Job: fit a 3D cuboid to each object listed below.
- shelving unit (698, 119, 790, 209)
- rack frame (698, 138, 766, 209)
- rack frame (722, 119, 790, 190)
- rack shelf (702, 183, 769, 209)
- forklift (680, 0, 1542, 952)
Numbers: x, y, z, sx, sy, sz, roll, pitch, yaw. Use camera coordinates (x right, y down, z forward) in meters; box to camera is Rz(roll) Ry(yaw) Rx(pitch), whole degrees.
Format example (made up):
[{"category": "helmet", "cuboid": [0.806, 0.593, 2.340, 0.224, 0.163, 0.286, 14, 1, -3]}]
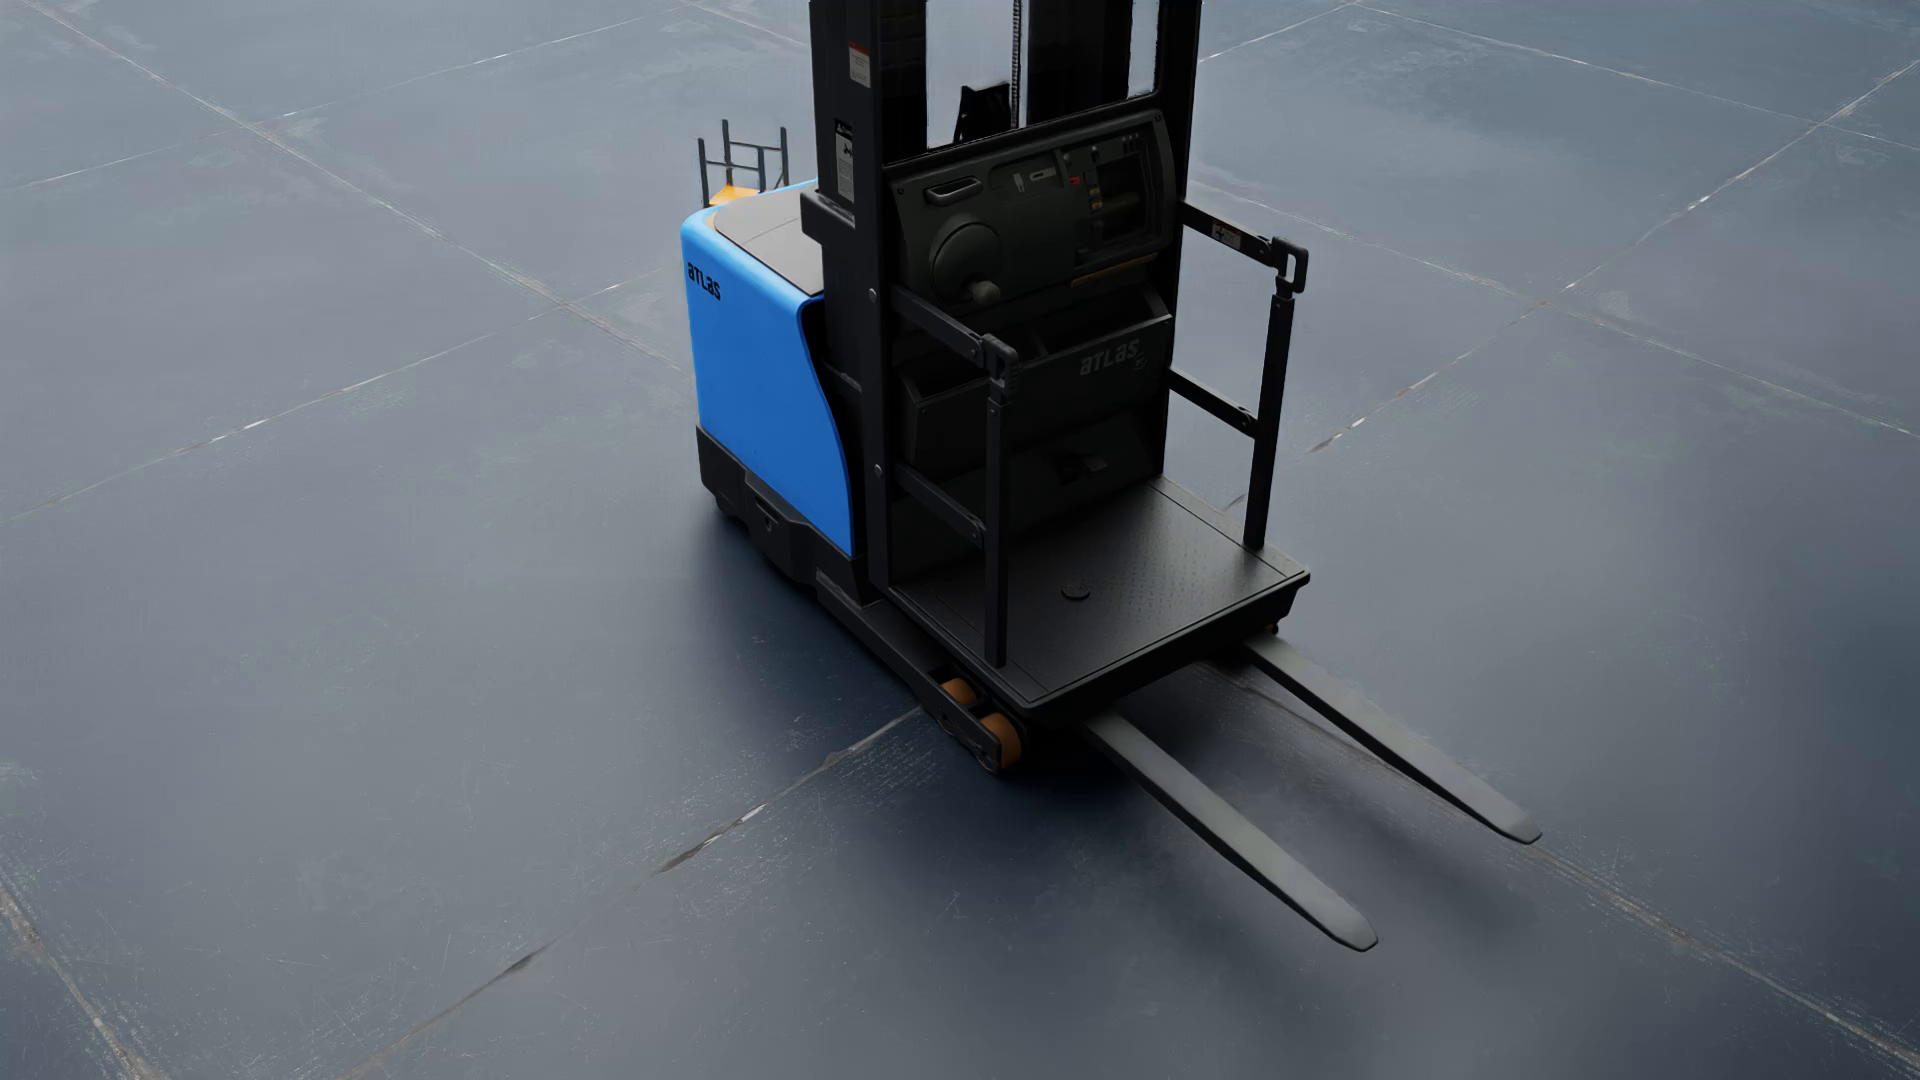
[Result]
[{"category": "shelving unit", "cuboid": [-0.739, -0.887, 5.972, 0.258, 1.200, 0.189, 12, 37, 16]}, {"category": "rack frame", "cuboid": [-0.769, -0.837, 5.901, 0.240, 1.200, 0.006, 12, 37, 16]}, {"category": "rack frame", "cuboid": [-0.708, -0.937, 6.042, 0.240, 1.200, 0.006, 12, 37, 16]}, {"category": "rack shelf", "cuboid": [-0.738, -1.145, 5.790, 0.258, 0.103, 0.180, 12, 37, 16]}, {"category": "forklift", "cuboid": [0.344, -0.854, 4.412, 1.130, 2.935, 3.031, -22, 41, -29]}]
